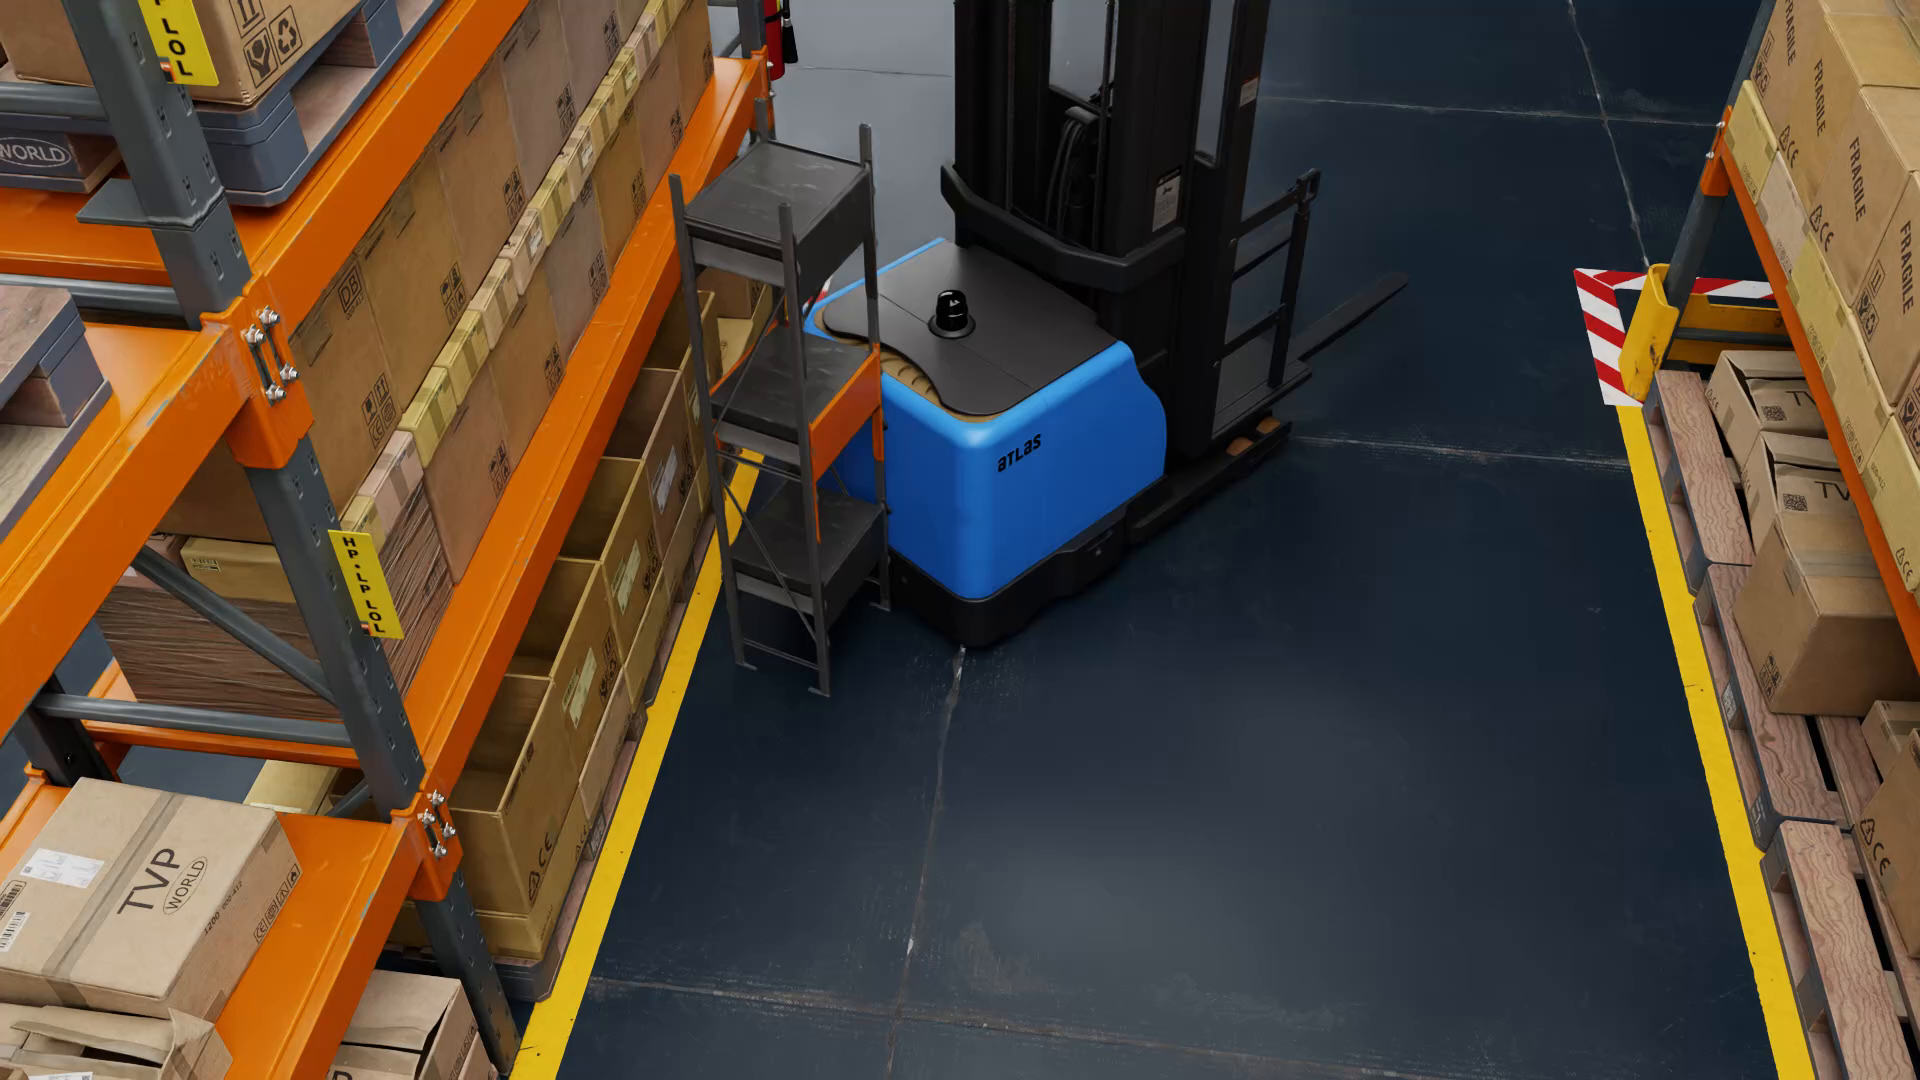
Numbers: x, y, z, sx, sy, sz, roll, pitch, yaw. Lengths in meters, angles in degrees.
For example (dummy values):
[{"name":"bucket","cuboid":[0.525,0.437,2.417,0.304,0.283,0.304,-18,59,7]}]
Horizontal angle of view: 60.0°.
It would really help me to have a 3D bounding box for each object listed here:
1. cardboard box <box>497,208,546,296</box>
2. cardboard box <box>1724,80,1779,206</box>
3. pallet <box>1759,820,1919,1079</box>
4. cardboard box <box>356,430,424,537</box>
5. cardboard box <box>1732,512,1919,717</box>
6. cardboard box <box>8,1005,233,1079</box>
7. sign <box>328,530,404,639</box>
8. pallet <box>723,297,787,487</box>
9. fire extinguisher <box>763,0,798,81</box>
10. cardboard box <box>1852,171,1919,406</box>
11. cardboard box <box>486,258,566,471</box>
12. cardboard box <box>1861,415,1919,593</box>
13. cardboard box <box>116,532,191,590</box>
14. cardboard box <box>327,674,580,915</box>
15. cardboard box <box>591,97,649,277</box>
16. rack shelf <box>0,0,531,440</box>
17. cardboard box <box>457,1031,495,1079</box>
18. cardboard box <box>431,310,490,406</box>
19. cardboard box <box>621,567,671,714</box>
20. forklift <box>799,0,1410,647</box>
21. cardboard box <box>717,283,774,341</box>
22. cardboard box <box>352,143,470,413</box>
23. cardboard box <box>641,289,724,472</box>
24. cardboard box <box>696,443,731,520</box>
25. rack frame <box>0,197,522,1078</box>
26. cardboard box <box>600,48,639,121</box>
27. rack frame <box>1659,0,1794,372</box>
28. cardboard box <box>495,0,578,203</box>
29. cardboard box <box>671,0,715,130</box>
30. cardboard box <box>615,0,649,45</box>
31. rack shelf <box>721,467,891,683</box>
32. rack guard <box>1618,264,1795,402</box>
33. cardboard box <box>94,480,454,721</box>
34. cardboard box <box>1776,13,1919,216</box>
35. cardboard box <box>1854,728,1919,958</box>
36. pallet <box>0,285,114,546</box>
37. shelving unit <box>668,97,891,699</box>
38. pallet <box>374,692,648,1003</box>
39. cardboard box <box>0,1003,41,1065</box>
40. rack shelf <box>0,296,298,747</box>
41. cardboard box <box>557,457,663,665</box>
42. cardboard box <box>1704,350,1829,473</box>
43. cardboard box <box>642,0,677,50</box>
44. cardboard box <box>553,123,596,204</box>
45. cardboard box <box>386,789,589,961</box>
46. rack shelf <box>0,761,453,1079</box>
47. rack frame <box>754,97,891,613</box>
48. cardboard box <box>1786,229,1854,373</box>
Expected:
[{"name":"cardboard box","cuboid":[-1.459,-0.865,4.938,0.380,0.149,0.250,4,44,4]},{"name":"cardboard box","cuboid":[3.208,-1.477,6.223,0.500,0.250,0.500,4,44,4]},{"name":"pallet","cuboid":[3.112,1.450,5.065,1.003,0.211,1.213,5,44,6]},{"name":"cardboard box","cuboid":[-1.592,-0.158,4.191,0.380,0.149,0.250,6,44,6]},{"name":"cardboard box","cuboid":[3.184,0.268,5.784,0.700,0.500,0.500,3,44,3]},{"name":"cardboard box","cuboid":[-1.787,1.115,3.488,0.396,0.266,0.258,4,44,4]},{"name":"sign","cuboid":[-1.314,0.102,3.676,0.100,0.325,0.005,5,44,6]},{"name":"pallet","cuboid":[-1.384,-0.738,7.376,1.003,0.211,1.213,5,44,6]},{"name":"fire extinguisher","cuboid":[-0.848,-2.286,7.039,0.296,0.674,0.183,5,44,6]},{"name":"cardboard box","cuboid":[3.020,-0.714,4.872,0.500,0.500,0.500,6,44,7]},{"name":"cardboard box","cuboid":[-1.667,-0.590,5.119,0.700,0.500,0.500,6,44,6]},{"name":"cardboard box","cuboid":[2.945,-0.088,4.756,0.500,0.250,0.500,5,44,5]},{"name":"cardboard box","cuboid":[-2.029,-0.026,4.051,0.380,0.149,0.250,5,44,5]},{"name":"cardboard box","cuboid":[-1.481,0.737,4.939,0.500,0.500,0.500,5,44,6]},{"name":"cardboard box","cuboid":[-1.534,-1.299,5.867,0.700,0.500,0.500,6,44,6]},{"name":"rack shelf","cuboid":[-1.588,-1.740,4.748,1.077,0.370,4.000,5,44,6]},{"name":"cardboard box","cuboid":[-1.620,1.606,4.567,0.500,0.250,0.500,5,44,5]},{"name":"cardboard box","cuboid":[-1.527,-0.513,4.565,0.380,0.149,0.250,5,44,5]},{"name":"cardboard box","cuboid":[-1.349,0.327,5.917,0.500,0.250,0.500,5,44,6]},{"name":"forklift","cuboid":[0.773,-1.564,6.270,3.031,2.935,1.130,-34,53,-30]},{"name":"cardboard box","cuboid":[-1.102,-1.037,7.358,0.500,0.250,0.500,5,44,6]},{"name":"cardboard box","cuboid":[-1.735,-0.704,4.296,0.700,0.500,0.500,5,44,5]},{"name":"cardboard box","cuboid":[-1.218,-0.626,6.379,0.500,0.500,0.500,5,44,6]},{"name":"cardboard box","cuboid":[-1.221,-0.354,6.637,0.500,0.250,0.500,5,44,6]},{"name":"rack frame","cuboid":[-1.853,0.451,4.092,1.000,3.000,0.127,5,44,6]},{"name":"cardboard box","cuboid":[-1.322,-1.567,5.678,0.380,0.149,0.250,6,44,7]},{"name":"rack frame","cuboid":[3.587,-1.828,6.499,1.000,3.000,0.127,5,44,6]},{"name":"cardboard box","cuboid":[-1.601,-1.386,5.016,0.700,0.500,0.500,5,44,6]},{"name":"cardboard box","cuboid":[-1.398,-1.995,6.602,0.700,0.500,0.500,5,44,6]},{"name":"cardboard box","cuboid":[-1.469,-2.071,5.739,0.700,0.500,0.500,4,44,4]},{"name":"rack shelf","cuboid":[-0.557,0.126,6.127,0.431,0.518,0.480,18,46,18]},{"name":"rack guard","cuboid":[3.577,-0.868,7.303,1.175,0.500,0.348,5,44,6]},{"name":"cardboard box","cuboid":[-1.800,0.111,4.378,0.700,0.500,0.500,4,44,4]},{"name":"cardboard box","cuboid":[3.150,-1.419,5.616,0.500,0.500,0.500,5,44,6]},{"name":"cardboard box","cuboid":[3.156,0.935,5.079,0.500,0.500,0.500,2,43,2]},{"name":"pallet","cuboid":[-1.957,0.033,2.491,0.805,0.209,1.217,4,44,4]},{"name":"shelving unit","cuboid":[-0.557,-0.392,5.637,0.431,2.100,0.503,18,46,18]},{"name":"pallet","cuboid":[-1.706,0.925,5.620,1.003,0.211,1.213,5,44,6]},{"name":"cardboard box","cuboid":[-2.173,1.127,3.561,0.380,0.149,0.250,5,44,6]},{"name":"rack shelf","cuboid":[-2.117,0.986,1.869,1.077,0.370,4.000,5,44,6]},{"name":"cardboard box","cuboid":[-1.349,0.055,5.659,0.500,0.500,0.500,5,44,6]},{"name":"cardboard box","cuboid":[3.406,-0.548,6.782,0.500,0.311,0.500,1,43,1]},{"name":"cardboard box","cuboid":[-1.253,-1.917,6.048,0.380,0.149,0.250,5,44,5]},{"name":"cardboard box","cuboid":[-1.389,-1.212,5.304,0.380,0.149,0.250,5,44,5]},{"name":"cardboard box","cuboid":[-1.491,1.008,5.198,0.500,0.250,0.500,5,44,6]},{"name":"rack shelf","cuboid":[-2.117,2.075,2.900,1.077,0.370,4.000,5,44,6]},{"name":"rack frame","cuboid":[-0.452,-0.543,5.797,0.400,2.100,0.015,18,46,18]},{"name":"cardboard box","cuboid":[3.080,-0.775,5.481,0.500,0.250,0.500,5,44,5]}]
